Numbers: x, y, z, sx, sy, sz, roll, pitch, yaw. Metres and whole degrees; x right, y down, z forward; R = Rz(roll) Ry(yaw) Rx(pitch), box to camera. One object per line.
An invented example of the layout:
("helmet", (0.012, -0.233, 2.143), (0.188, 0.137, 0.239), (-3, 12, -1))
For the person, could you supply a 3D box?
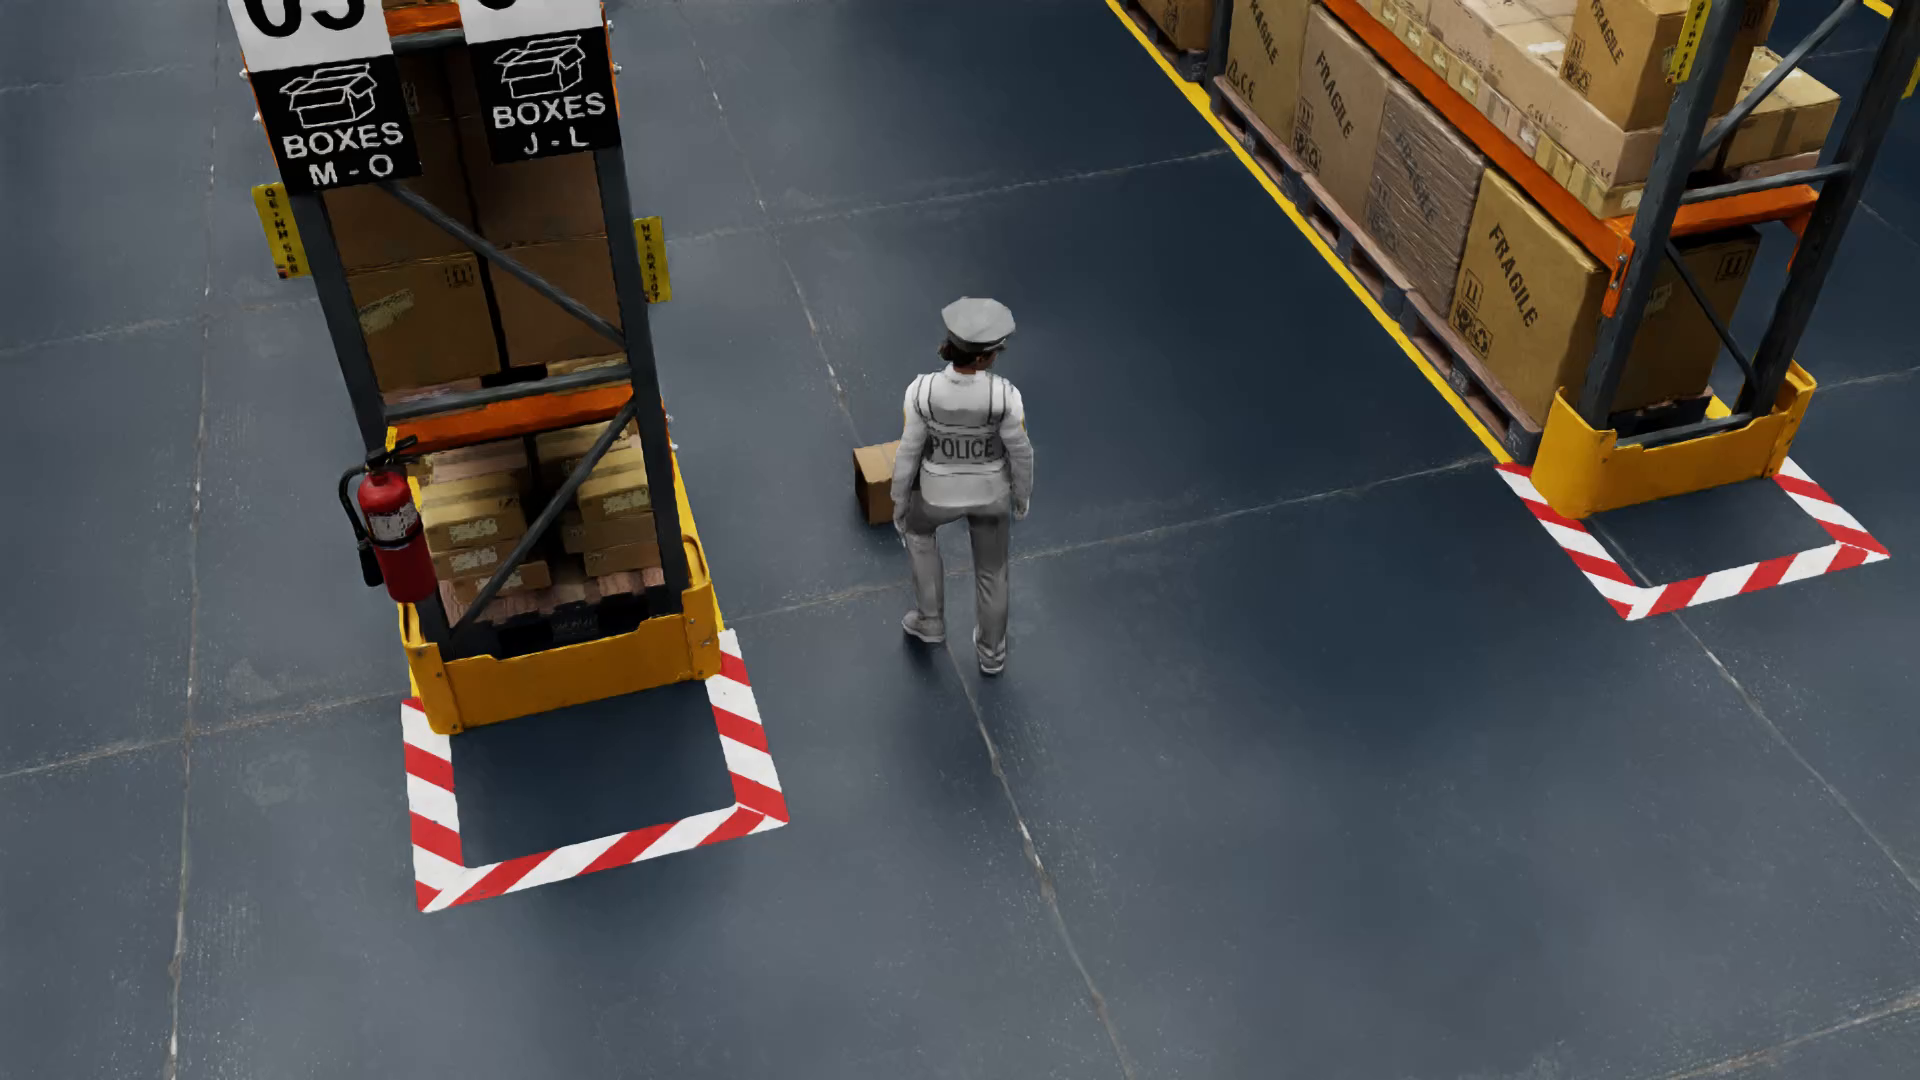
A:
("person", (0.002, -0.197, 6.355), (0.541, 1.656, 0.440), (-3, 43, -4))
